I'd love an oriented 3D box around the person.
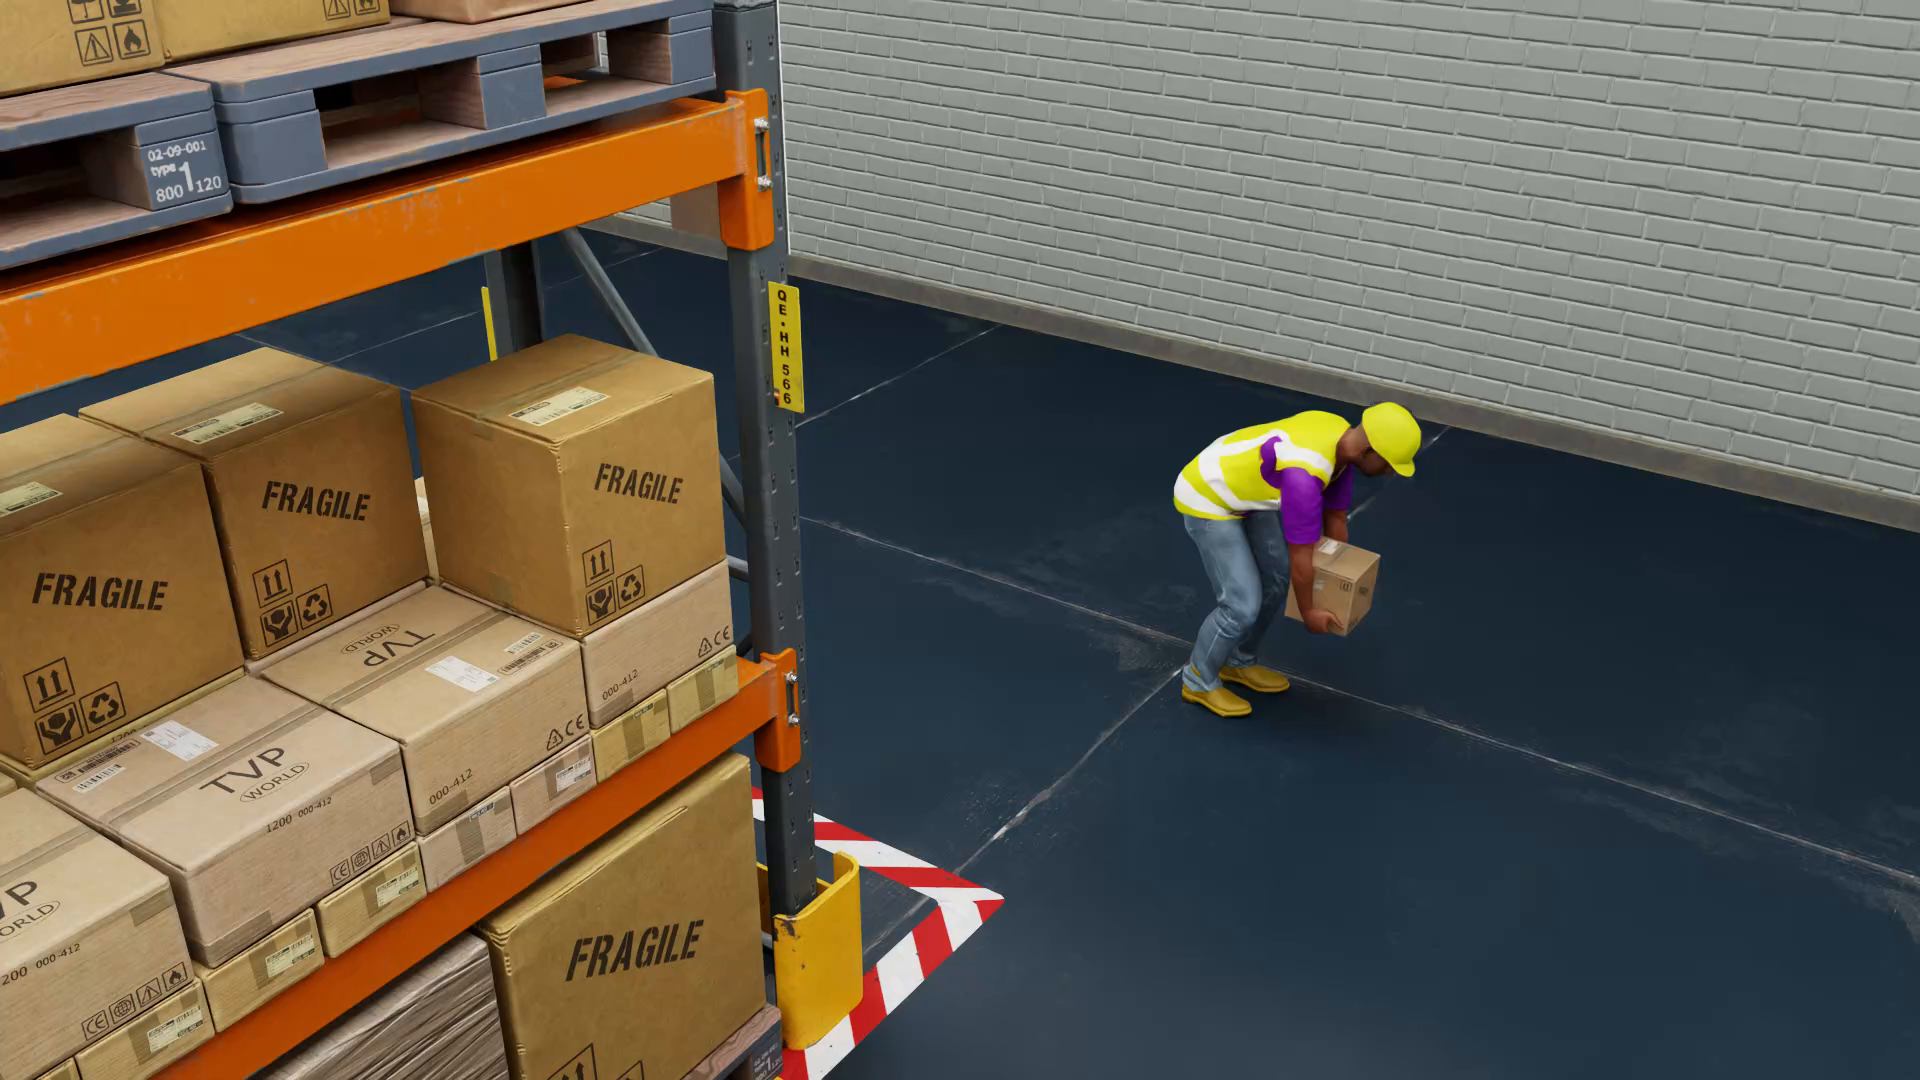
[{"bbox_3d":[1.259,0.009,6.417,0.857,1.453,0.488,16,31,29],"label":"person"}]
